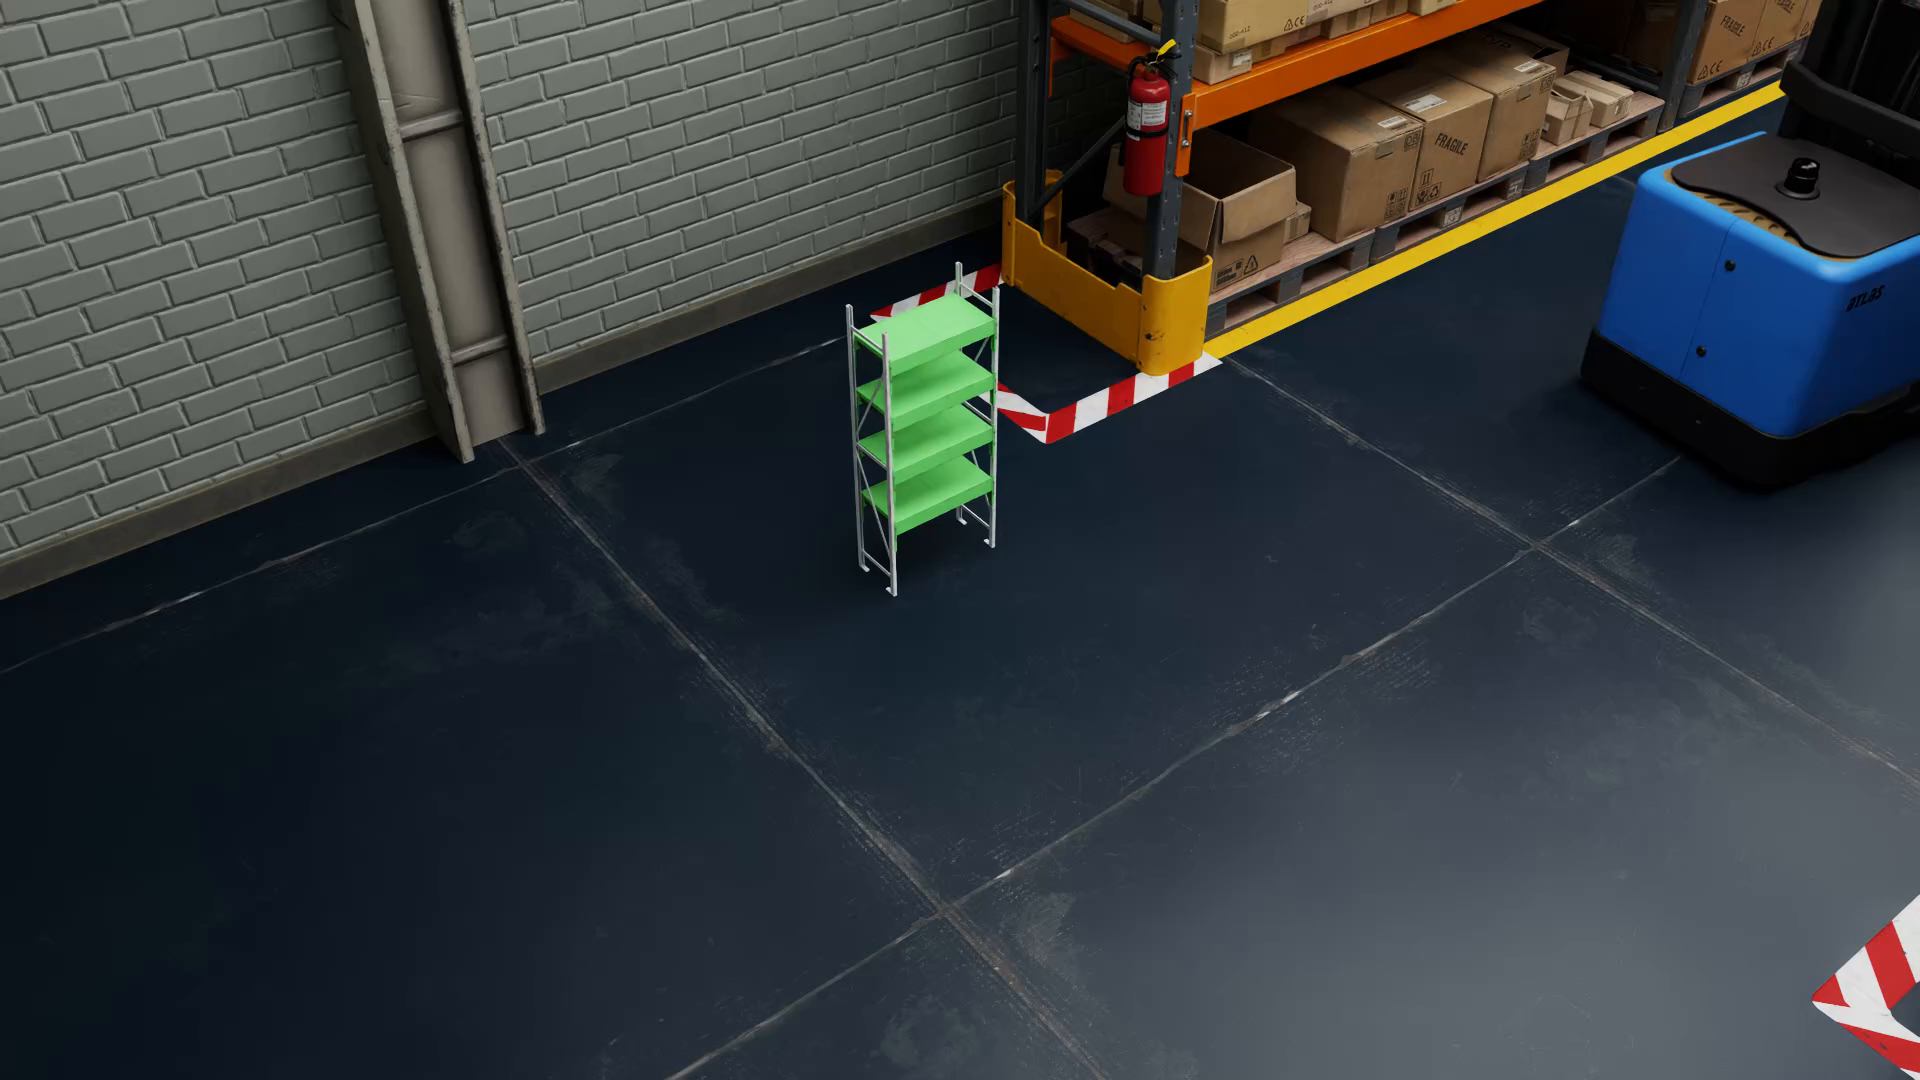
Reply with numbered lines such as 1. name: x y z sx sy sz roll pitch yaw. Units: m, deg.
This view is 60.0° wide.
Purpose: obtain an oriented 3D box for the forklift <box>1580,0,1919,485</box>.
1. forklift: 4.346 -2.059 6.949 3.031 2.935 1.130 -21 44 -24

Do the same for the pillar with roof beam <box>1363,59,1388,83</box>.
1. pillar with roof beam: 5.307 -4.113 4.669 0.400 9.000 9.100 -26 46 -28

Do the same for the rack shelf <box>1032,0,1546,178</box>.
1. rack shelf: 2.199 -2.723 8.272 4.000 0.370 1.077 -26 46 -28

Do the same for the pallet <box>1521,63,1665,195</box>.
1. pallet: 3.240 -2.431 9.548 1.213 0.211 1.003 -26 46 -28

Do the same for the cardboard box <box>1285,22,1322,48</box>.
1. cardboard box: 1.402 -2.361 7.461 0.250 0.149 0.380 -27 46 -29

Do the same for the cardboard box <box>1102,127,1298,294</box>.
1. cardboard box: 1.156 -1.615 7.990 0.637 0.503 0.797 -28 47 -30

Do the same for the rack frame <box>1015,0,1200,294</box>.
1. rack frame: 0.614 -2.229 7.102 0.127 3.000 1.000 -26 46 -28

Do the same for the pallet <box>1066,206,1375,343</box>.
1. pallet: 1.305 -1.488 8.398 1.213 0.211 1.003 -26 46 -28

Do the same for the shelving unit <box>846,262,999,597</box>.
1. shelving unit: -0.131 -0.400 6.291 0.503 1.200 0.258 -26 46 -28

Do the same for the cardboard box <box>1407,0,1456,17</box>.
1. cardboard box: 2.093 -2.593 7.744 0.250 0.149 0.380 -27 47 -29

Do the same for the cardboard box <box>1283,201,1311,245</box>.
1. cardboard box: 1.517 -1.622 8.279 0.250 0.149 0.380 -28 47 -30

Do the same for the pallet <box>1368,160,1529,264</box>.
1. pallet: 2.272 -1.957 8.970 1.213 0.211 1.003 -26 46 -28

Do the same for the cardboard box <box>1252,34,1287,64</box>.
1. cardboard box: 1.215 -2.242 7.316 0.250 0.149 0.380 -25 45 -27

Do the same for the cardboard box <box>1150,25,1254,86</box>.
1. cardboard box: 1.041 -2.121 7.168 0.250 0.149 0.380 -26 46 -28

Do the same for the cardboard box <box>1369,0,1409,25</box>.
1. cardboard box: 1.847 -2.534 7.671 0.250 0.149 0.380 -25 46 -27

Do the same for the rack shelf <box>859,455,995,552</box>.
1. rack shelf: -0.131 -0.165 6.484 0.480 0.148 0.258 -26 46 -28

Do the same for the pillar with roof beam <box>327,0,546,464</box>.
1. pillar with roof beam: 0.550 -1.794 1.842 0.400 9.000 9.100 -26 46 -28

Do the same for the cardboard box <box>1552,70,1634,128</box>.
1. cardboard box: 3.522 -2.472 9.315 0.250 0.149 0.380 -27 47 -29

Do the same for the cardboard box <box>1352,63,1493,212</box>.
1. cardboard box: 2.338 -2.078 8.558 0.500 0.500 0.500 -25 46 -27

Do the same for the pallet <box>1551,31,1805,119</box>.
1. pallet: 4.407 -3.030 10.277 1.213 0.211 1.003 -26 46 -28

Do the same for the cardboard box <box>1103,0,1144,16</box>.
1. cardboard box: 0.817 -2.597 7.434 0.500 0.250 0.500 -25 45 -27

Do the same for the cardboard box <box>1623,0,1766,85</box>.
1. cardboard box: 4.306 -3.044 9.736 0.500 0.500 0.500 -24 45 -26

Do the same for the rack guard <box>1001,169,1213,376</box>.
1. rack guard: 0.674 -1.292 7.930 0.348 0.500 1.175 -26 46 -28

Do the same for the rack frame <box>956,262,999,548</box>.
1. rack frame: 0.062 -0.494 6.406 0.015 1.200 0.240 -26 46 -28

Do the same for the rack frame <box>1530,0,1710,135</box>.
1. rack frame: 3.785 -3.775 8.986 0.127 3.000 1.000 -26 46 -28

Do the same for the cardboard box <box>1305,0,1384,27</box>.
1. cardboard box: 1.537 -2.520 7.341 0.500 0.250 0.500 -25 46 -28

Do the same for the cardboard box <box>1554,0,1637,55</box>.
1. cardboard box: 3.994 -3.309 10.058 0.500 0.500 0.500 -26 46 -28

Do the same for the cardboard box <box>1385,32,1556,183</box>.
1. cardboard box: 2.681 -2.325 8.859 0.500 0.500 0.700 -28 47 -30

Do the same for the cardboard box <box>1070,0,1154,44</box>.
1. cardboard box: 0.713 -2.395 7.502 0.250 0.149 0.380 -27 46 -29

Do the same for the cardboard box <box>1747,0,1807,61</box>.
1. cardboard box: 4.722 -3.255 9.993 0.500 0.500 0.500 -27 46 -29

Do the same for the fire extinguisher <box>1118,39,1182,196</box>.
1. fire extinguisher: 0.779 -1.765 6.892 0.183 0.674 0.296 -26 46 -28

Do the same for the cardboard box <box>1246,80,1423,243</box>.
1. cardboard box: 1.858 -1.924 8.370 0.500 0.500 0.700 -24 45 -26

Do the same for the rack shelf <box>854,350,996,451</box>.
1. rack shelf: -0.131 -0.536 6.180 0.480 0.148 0.258 -26 46 -28

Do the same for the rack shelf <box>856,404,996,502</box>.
1. rack shelf: -0.131 -0.350 6.332 0.480 0.148 0.258 -26 46 -28

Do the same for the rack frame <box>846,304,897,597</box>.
1. rack frame: -0.325 -0.306 6.176 0.015 1.200 0.240 -26 46 -28

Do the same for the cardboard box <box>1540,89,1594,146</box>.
1. cardboard box: 3.239 -2.379 9.109 0.258 0.266 0.396 -24 45 -27

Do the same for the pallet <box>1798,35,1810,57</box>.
1. pallet: 5.375 -3.504 10.855 1.213 0.211 1.003 -26 46 -28

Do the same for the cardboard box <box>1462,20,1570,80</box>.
1. cardboard box: 3.117 -2.761 9.539 0.500 0.311 0.500 -24 45 -27

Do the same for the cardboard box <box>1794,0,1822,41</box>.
1. cardboard box: 5.120 -3.446 10.225 0.500 0.500 0.500 -27 47 -29

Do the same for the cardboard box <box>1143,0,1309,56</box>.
1. cardboard box: 1.138 -2.326 7.103 0.500 0.250 0.500 -26 46 -28

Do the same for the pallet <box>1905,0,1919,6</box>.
1. pallet: 6.342 -3.973 11.426 1.213 0.211 1.003 -26 46 -28

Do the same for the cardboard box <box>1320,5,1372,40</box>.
1. cardboard box: 1.640 -2.428 7.543 0.250 0.149 0.380 -25 45 -27

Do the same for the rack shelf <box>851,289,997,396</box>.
1. rack shelf: -0.131 -0.722 6.028 0.480 0.148 0.258 -26 46 -28
